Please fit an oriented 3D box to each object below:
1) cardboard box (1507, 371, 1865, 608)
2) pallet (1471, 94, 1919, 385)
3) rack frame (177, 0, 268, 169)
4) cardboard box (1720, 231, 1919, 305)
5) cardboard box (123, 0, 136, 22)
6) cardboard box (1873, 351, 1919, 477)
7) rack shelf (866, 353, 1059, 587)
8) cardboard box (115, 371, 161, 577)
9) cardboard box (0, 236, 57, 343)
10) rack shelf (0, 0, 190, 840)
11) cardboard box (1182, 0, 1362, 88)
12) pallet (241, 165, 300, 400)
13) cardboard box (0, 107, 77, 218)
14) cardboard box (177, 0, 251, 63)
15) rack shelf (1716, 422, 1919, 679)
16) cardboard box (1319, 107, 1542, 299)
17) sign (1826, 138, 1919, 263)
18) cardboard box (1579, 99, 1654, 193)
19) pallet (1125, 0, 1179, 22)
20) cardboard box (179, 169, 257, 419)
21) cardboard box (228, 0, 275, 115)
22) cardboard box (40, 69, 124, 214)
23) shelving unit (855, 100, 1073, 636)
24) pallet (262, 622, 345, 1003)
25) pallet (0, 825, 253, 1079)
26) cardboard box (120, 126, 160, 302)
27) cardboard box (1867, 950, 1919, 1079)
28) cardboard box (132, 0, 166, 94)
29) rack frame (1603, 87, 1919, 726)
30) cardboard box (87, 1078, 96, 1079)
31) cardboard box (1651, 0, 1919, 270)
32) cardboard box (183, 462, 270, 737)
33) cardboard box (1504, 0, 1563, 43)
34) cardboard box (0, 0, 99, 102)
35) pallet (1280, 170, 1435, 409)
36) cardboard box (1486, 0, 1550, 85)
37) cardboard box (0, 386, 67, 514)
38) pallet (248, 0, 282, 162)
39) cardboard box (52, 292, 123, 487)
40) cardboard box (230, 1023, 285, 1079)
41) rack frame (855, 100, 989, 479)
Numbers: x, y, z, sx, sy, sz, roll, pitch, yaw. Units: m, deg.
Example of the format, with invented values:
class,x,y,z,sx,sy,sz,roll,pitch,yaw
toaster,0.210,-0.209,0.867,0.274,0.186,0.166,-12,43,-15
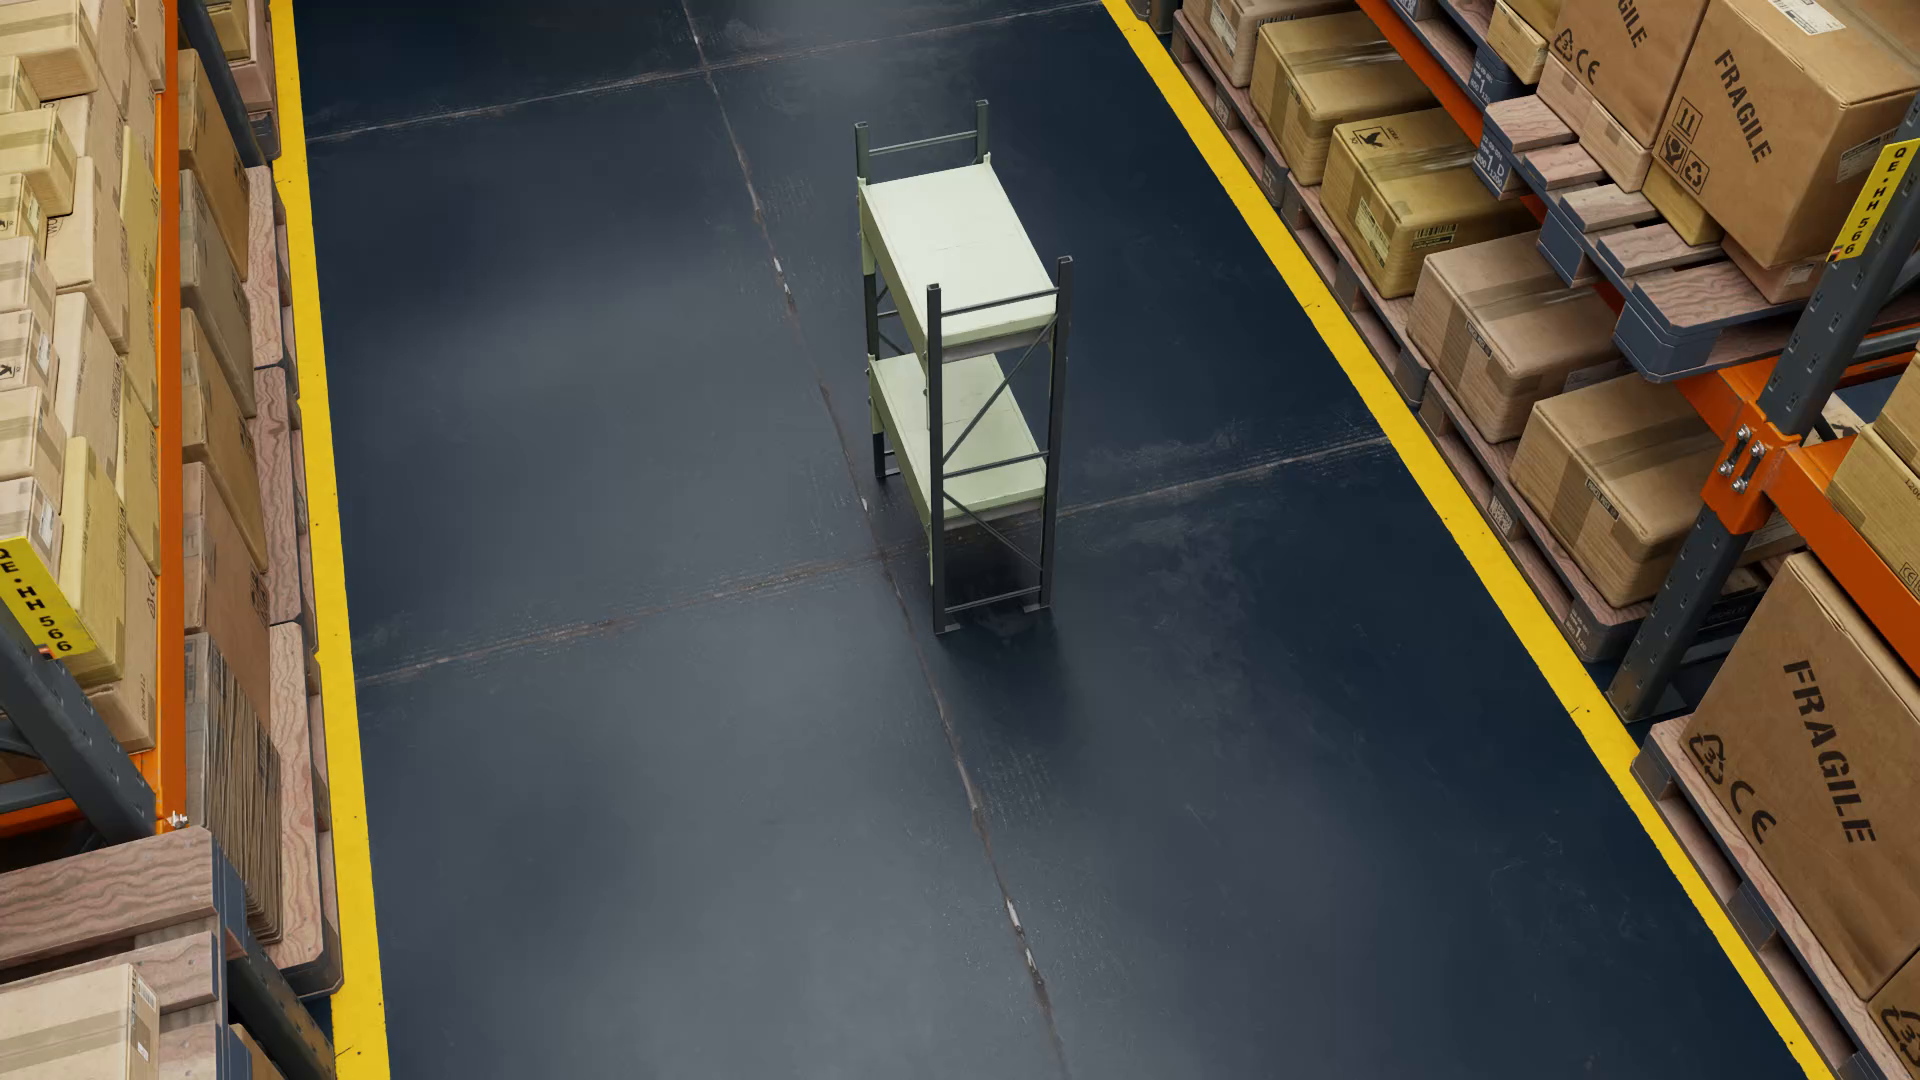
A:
class,x,y,z,sx,sy,sz,roll,pitch,yaw
cardboard box,2.402,-0.241,5.435,0.950,0.372,0.625,-16,52,-13
pallet,2.247,-0.972,4.733,1.213,0.211,1.003,-13,51,-11
rack frame,-3.364,-2.334,5.756,1.000,3.000,0.127,-13,51,-11
cardboard box,2.238,-0.779,4.334,0.380,0.149,0.250,-12,51,-10
cardboard box,-2.815,-1.772,5.053,0.500,0.250,0.500,-15,51,-12
cardboard box,2.474,-0.225,3.749,0.500,0.250,0.500,-14,51,-11
rack shelf,-0.002,-0.278,5.430,0.431,0.370,0.720,-13,51,-11
cardboard box,-2.223,-0.112,3.981,0.500,0.250,0.500,-14,51,-12
cardboard box,-2.264,-0.518,3.735,0.380,0.149,0.250,-13,51,-11
rack shelf,-2.772,-0.642,4.800,1.077,0.370,4.000,-13,51,-11
cardboard box,1.534,-2.365,7.226,0.950,0.372,0.625,-13,51,-11
pallet,-3.109,-0.906,6.376,1.003,0.211,1.213,-13,51,-11
cardboard box,-2.386,-0.894,4.052,0.380,0.149,0.250,-12,51,-10
cardboard box,-3.212,-2.168,6.812,0.500,0.250,0.500,-14,51,-11
rack shelf,3.151,1.155,3.285,1.077,0.370,4.000,-13,51,-11
cardboard box,1.957,-1.333,6.356,0.950,0.372,0.625,-12,51,-10
sign,2.044,-0.756,3.720,0.100,0.325,0.005,-13,51,-11
cardboard box,1.972,-1.132,4.632,0.380,0.149,0.250,-14,51,-11
pallet,1.144,-3.043,8.177,1.003,0.211,1.213,-13,51,-11
cardboard box,-2.977,-0.757,5.705,0.875,0.625,0.625,-14,51,-11
cardboard box,-3.191,-2.012,7.008,0.500,0.250,0.500,-13,51,-11
cardboard box,-2.538,-1.025,4.423,0.500,0.250,0.500,-13,51,-10
shelving unit,-0.002,-0.488,5.181,0.431,1.500,0.755,-13,51,-11
pallet,-2.387,0.876,4.874,1.003,0.211,1.213,-13,51,-11
pallet,-1.913,1.128,2.963,1.213,0.211,1.003,-13,51,-11
cardboard box,-2.533,-0.866,4.616,0.500,0.250,0.500,-12,51,-10
cardboard box,2.944,1.187,3.902,0.875,0.875,0.875,-13,51,-11
cardboard box,-2.811,-1.611,5.244,0.500,0.250,0.500,-14,51,-11
rack frame,2.560,-0.538,4.242,1.000,3.000,0.127,-13,51,-11
cardboard box,-1.560,1.197,2.602,0.500,0.250,0.500,-15,52,-13
cardboard box,2.160,-1.070,4.156,0.500,0.500,0.500,-15,51,-12
cardboard box,-2.553,0.283,4.828,0.875,0.625,0.625,-12,51,-10
cardboard box,1.846,-1.814,4.783,0.500,0.500,0.500,-16,52,-13
cardboard box,-2.492,-1.274,4.372,0.380,0.149,0.250,-15,51,-12
pallet,1.973,-1.100,6.539,1.003,0.211,1.213,-13,51,-11
cardboard box,1.811,-1.515,4.955,0.380,0.149,0.250,-13,51,-10
cardboard box,-2.074,-0.148,3.423,0.380,0.149,0.250,-12,51,-10
pallet,-3.559,-2.026,7.320,1.003,0.211,1.213,-13,51,-11
cardboard box,-2.226,-0.271,3.788,0.500,0.250,0.500,-12,51,-10
cardboard box,-1.851,1.518,3.869,0.500,0.500,0.500,-12,51,-10
rack frame,-0.110,-0.756,5.406,0.400,1.500,0.023,-13,51,-11
